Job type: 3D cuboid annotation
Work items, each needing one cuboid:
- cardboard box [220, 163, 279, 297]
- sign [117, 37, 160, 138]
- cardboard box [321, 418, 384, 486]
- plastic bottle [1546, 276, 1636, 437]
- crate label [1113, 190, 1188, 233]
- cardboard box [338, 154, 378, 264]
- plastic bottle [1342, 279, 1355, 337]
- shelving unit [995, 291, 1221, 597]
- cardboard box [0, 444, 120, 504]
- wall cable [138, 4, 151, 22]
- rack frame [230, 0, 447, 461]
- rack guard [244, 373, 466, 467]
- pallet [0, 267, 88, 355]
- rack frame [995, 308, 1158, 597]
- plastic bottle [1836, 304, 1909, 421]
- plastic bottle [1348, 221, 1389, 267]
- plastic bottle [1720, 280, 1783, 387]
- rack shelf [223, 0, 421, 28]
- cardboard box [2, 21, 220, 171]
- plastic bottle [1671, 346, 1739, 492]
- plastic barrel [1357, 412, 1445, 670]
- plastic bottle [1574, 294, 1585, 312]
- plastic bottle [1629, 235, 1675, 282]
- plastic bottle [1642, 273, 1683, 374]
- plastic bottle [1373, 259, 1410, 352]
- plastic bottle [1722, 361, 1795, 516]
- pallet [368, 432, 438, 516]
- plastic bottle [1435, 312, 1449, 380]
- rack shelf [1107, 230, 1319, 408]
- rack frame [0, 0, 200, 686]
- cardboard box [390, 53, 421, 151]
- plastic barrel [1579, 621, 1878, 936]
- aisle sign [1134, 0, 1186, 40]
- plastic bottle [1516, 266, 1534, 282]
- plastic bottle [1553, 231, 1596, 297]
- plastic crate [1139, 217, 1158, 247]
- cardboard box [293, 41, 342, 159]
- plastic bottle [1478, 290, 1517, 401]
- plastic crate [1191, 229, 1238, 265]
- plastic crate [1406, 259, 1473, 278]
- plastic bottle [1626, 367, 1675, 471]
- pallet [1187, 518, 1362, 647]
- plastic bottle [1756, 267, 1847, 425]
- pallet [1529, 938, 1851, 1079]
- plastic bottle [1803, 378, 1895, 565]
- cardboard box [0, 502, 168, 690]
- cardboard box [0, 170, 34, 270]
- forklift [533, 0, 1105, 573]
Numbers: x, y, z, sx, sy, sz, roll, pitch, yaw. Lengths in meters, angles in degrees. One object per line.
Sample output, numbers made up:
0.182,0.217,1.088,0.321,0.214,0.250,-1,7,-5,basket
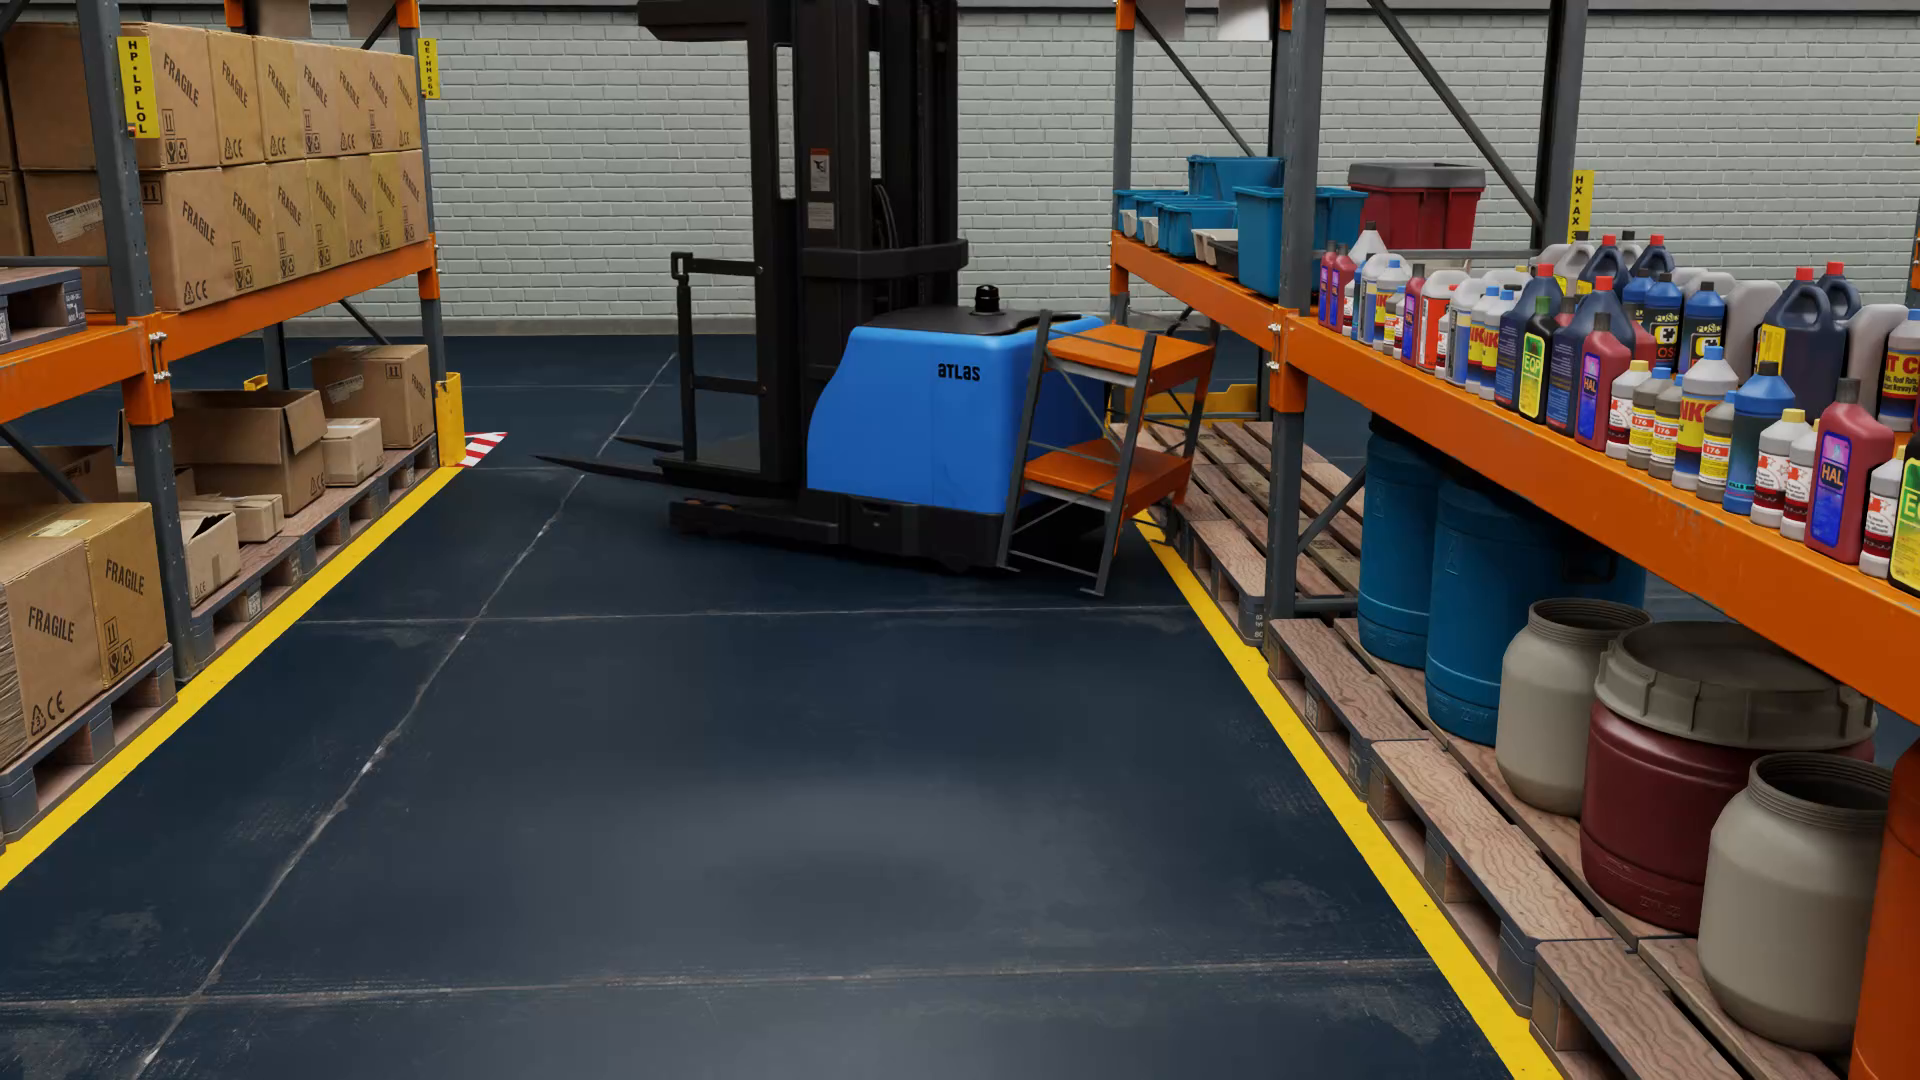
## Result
-3.086,-1.244,6.640,0.500,0.500,0.500,-1,14,-2,cardboard box
-2.738,-1.507,5.541,0.100,0.325,0.005,-1,14,-3,sign
-3.231,-0.445,8.372,0.500,0.250,0.500,-1,14,-3,cardboard box
1.411,-0.413,3.709,0.144,0.351,0.185,-1,14,-3,plastic bottle
1.092,-1.889,9.564,0.416,0.233,0.303,-1,14,-3,crate label
-3.179,-1.620,8.102,0.500,0.500,0.500,-1,14,-3,cardboard box
1.283,-0.757,5.348,0.097,0.201,0.097,0,14,0,plastic bottle
0.678,-0.461,7.387,0.538,1.125,1.048,16,18,20,shelving unit
-3.610,-0.077,6.439,0.500,0.500,0.500,-1,14,-3,cardboard box
-8.477,-4.668,14.342,3.097,2.526,0.112,-1,14,-3,wall cable
-3.539,-1.932,9.515,1.000,3.000,0.127,-1,14,-3,rack frame
-3.534,-0.702,9.753,1.175,0.500,0.348,-1,14,-3,rack guard
-3.351,-0.644,4.894,1.003,0.211,1.213,-1,14,-3,pallet
0.475,-0.358,6.933,0.500,1.125,0.032,16,18,20,rack frame
2.111,-0.415,3.870,0.152,0.276,0.135,-1,14,-3,plastic bottle
1.354,-0.886,5.550,0.144,0.351,0.185,-1,14,-3,plastic bottle
2.076,-0.552,4.402,0.152,0.276,0.135,-1,14,-3,plastic bottle
-3.415,-2.539,7.298,1.077,0.370,4.000,-1,14,-3,rack shelf
-3.040,-1.591,5.984,0.500,0.500,0.500,-1,14,-2,cardboard box
1.422,-0.233,3.170,0.097,0.271,0.097,0,14,0,plastic bottle
1.670,-0.064,5.625,0.600,0.901,0.708,-1,14,-3,plastic barrel
1.509,-0.466,4.076,0.097,0.271,0.097,0,14,0,plastic bottle
2.048,-0.719,4.901,0.144,0.351,0.185,-1,14,-3,plastic bottle
1.939,-0.601,4.601,0.097,0.271,0.097,0,14,0,plastic bottle
1.304,-0.709,5.021,0.097,0.271,0.097,0,14,0,plastic bottle
1.434,-0.184,2.981,0.097,0.271,0.097,0,14,0,plastic bottle
-3.484,-0.364,9.019,1.003,0.211,1.213,-1,14,-3,pallet
1.338,-0.536,4.488,0.097,0.201,0.097,0,14,0,plastic bottle
1.529,-1.162,7.965,1.077,0.370,4.000,-1,14,-3,rack shelf
-3.291,-0.937,5.649,1.000,3.000,0.127,-1,14,-3,rack frame
-3.237,-2.358,8.965,0.500,0.500,0.500,-1,14,-4,cardboard box
1.783,0.544,3.888,0.600,0.588,0.708,-1,14,-3,plastic barrel
1.104,-3.280,9.537,0.394,0.787,0.004,-1,14,-3,aisle sign
1.877,-0.817,5.580,0.097,0.201,0.097,0,14,0,plastic bottle
1.892,-0.763,5.071,0.144,0.351,0.185,-1,14,-3,plastic bottle
1.071,-1.593,8.605,0.250,0.136,0.298,-1,14,-3,plastic crate
-3.136,-1.976,7.479,0.500,0.500,0.500,0,14,-2,cardboard box
1.359,-0.488,4.161,0.097,0.271,0.097,0,14,0,plastic bottle
1.245,-1.342,7.633,0.293,0.136,0.466,-1,14,-3,plastic crate
1.767,-1.032,6.426,0.396,0.136,0.243,-1,14,-3,plastic crate
1.410,-0.247,3.367,0.097,0.201,0.097,0,14,0,plastic bottle
1.569,0.155,6.998,1.003,0.211,1.213,-1,14,-3,pallet
1.961,-0.455,3.876,0.144,0.351,0.185,-1,14,-3,plastic bottle
1.810,1.137,3.183,1.003,0.211,1.213,-1,14,-3,pallet
1.435,-0.113,2.679,0.061,0.283,0.133,-1,14,-3,plastic bottle
-2.975,0.179,5.446,0.500,0.500,0.500,-1,14,-4,cardboard box
-3.578,-1.106,6.104,0.500,0.500,0.500,-1,14,-3,cardboard box
-0.823,-1.527,8.080,3.031,2.935,1.130,9,17,31,forklift
